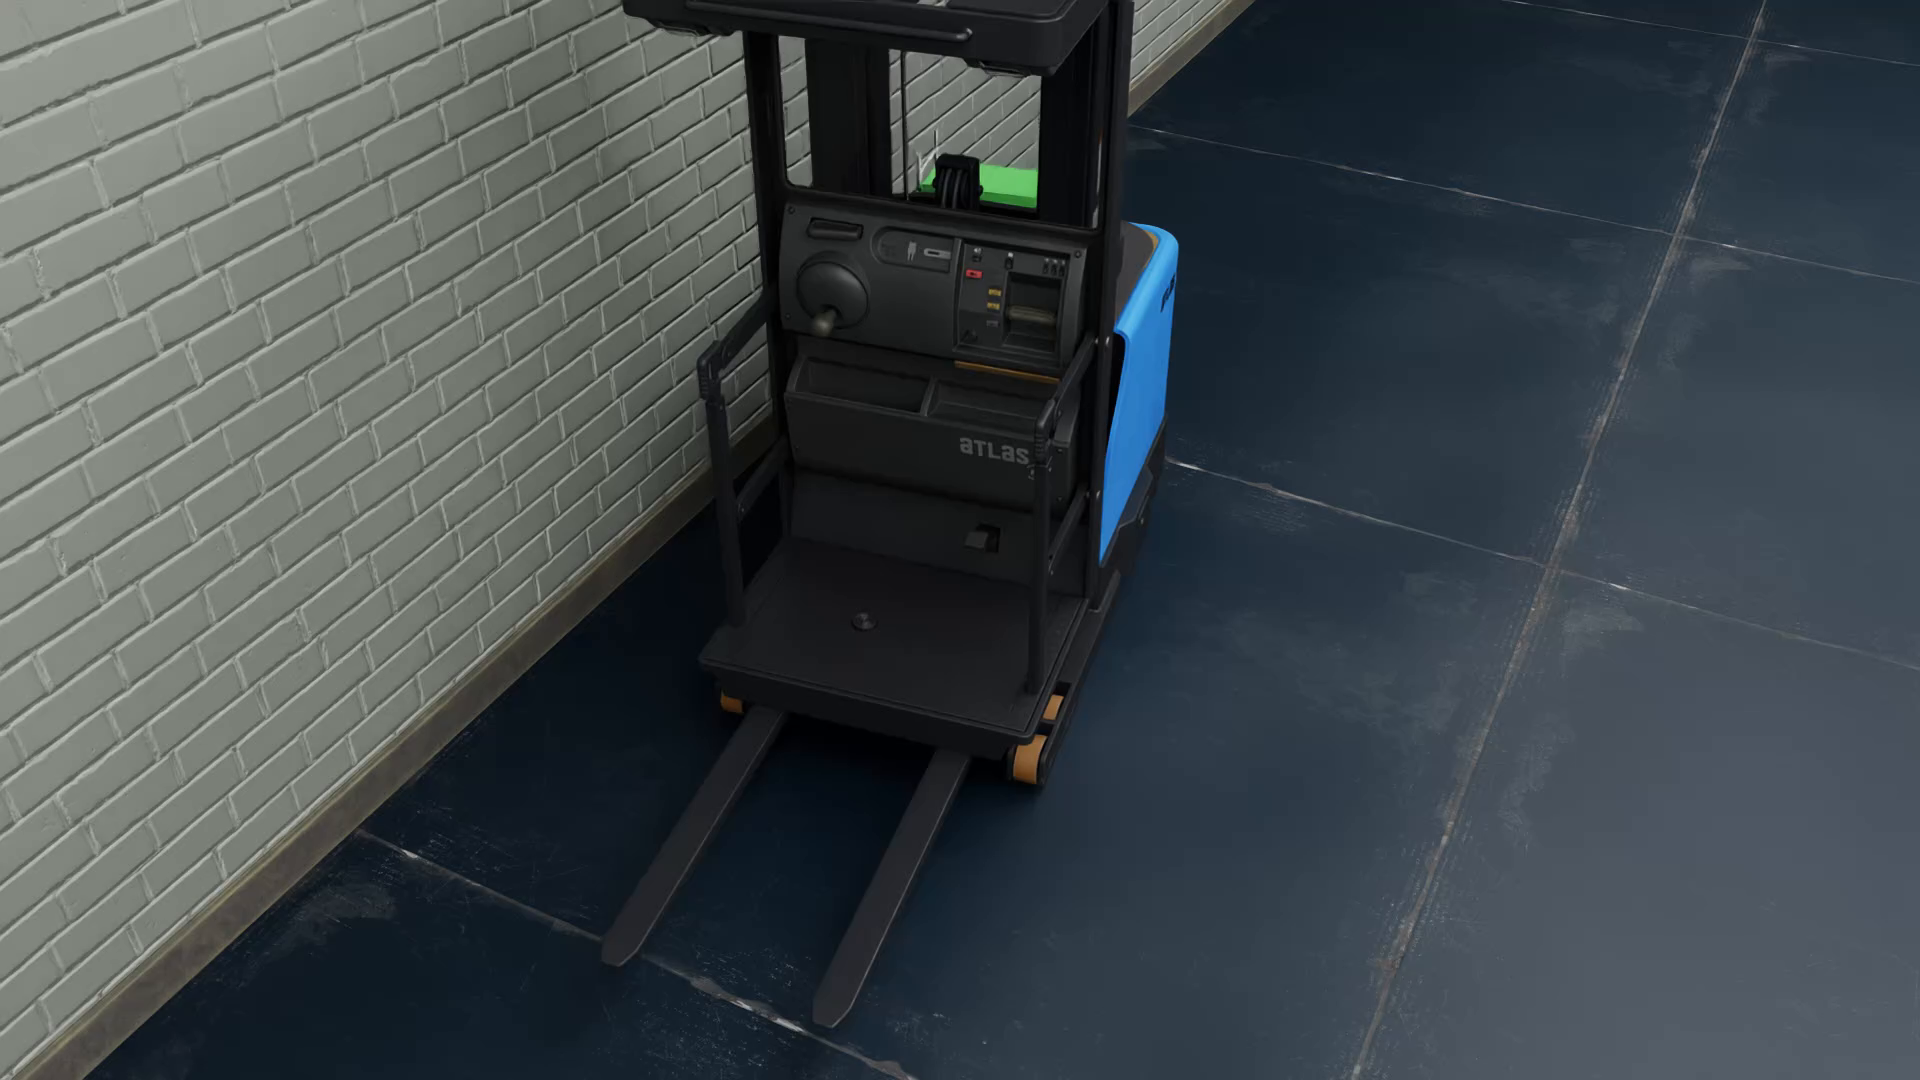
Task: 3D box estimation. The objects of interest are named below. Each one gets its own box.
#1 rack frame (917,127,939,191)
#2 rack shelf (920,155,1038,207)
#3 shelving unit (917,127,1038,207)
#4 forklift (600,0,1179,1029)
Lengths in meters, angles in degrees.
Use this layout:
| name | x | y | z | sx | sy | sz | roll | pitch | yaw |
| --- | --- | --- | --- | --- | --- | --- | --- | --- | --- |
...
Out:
| name | x | y | z | sx | sy | sz | roll | pitch | yaw |
| --- | --- | --- | --- | --- | --- | --- | --- | --- | --- |
| rack frame | -0.121 | -1.024 | 6.606 | 0.015 | 1.200 | 0.240 | 10 | 38 | 12 |
| rack shelf | 0.114 | -1.315 | 6.302 | 0.480 | 0.148 | 0.258 | 10 | 38 | 12 |
| shelving unit | 0.114 | -0.984 | 6.554 | 0.503 | 1.200 | 0.258 | 10 | 38 | 12 |
| forklift | -0.157 | -0.676 | 4.717 | 1.130 | 2.935 | 3.031 | 11 | 39 | 15 |
